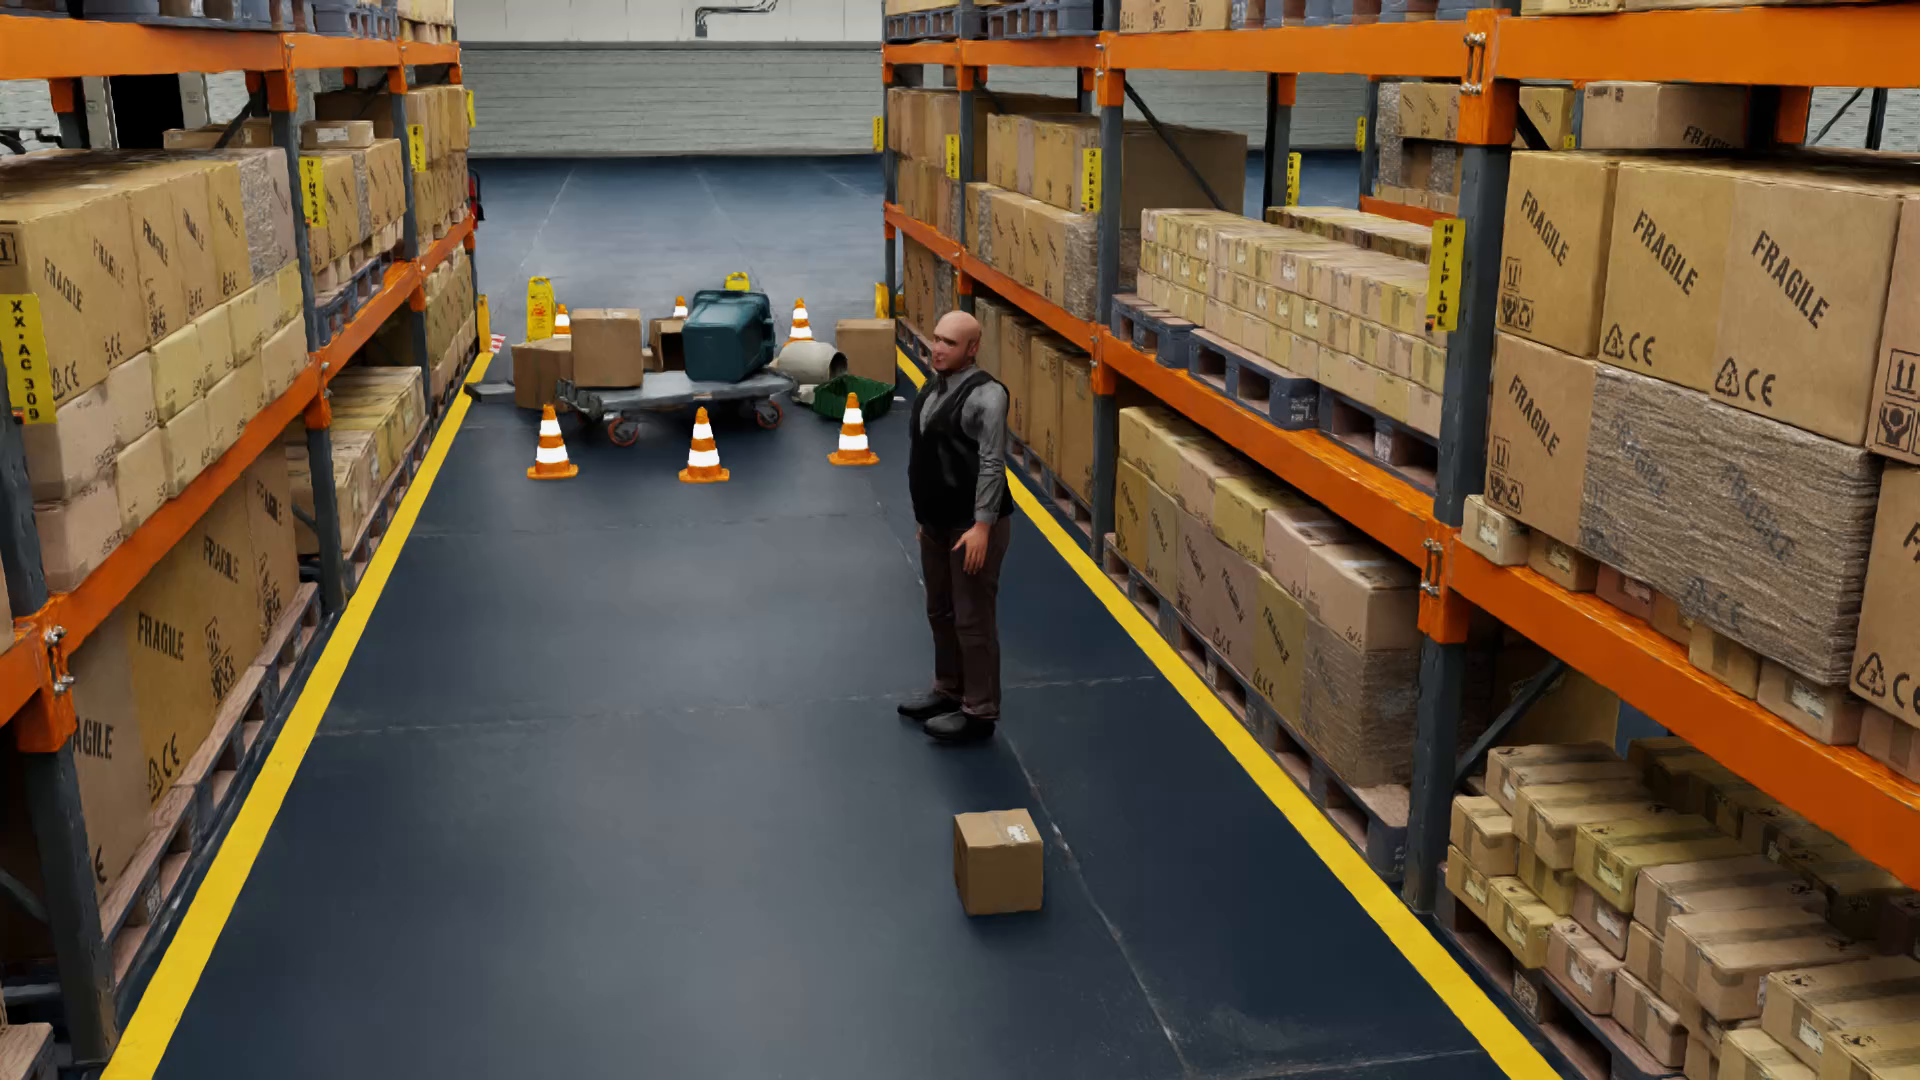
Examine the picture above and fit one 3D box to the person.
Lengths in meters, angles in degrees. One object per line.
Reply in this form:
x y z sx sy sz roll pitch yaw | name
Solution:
-0.017 -0.055 6.680 0.380 1.732 0.587 -10 19 -31 | person
